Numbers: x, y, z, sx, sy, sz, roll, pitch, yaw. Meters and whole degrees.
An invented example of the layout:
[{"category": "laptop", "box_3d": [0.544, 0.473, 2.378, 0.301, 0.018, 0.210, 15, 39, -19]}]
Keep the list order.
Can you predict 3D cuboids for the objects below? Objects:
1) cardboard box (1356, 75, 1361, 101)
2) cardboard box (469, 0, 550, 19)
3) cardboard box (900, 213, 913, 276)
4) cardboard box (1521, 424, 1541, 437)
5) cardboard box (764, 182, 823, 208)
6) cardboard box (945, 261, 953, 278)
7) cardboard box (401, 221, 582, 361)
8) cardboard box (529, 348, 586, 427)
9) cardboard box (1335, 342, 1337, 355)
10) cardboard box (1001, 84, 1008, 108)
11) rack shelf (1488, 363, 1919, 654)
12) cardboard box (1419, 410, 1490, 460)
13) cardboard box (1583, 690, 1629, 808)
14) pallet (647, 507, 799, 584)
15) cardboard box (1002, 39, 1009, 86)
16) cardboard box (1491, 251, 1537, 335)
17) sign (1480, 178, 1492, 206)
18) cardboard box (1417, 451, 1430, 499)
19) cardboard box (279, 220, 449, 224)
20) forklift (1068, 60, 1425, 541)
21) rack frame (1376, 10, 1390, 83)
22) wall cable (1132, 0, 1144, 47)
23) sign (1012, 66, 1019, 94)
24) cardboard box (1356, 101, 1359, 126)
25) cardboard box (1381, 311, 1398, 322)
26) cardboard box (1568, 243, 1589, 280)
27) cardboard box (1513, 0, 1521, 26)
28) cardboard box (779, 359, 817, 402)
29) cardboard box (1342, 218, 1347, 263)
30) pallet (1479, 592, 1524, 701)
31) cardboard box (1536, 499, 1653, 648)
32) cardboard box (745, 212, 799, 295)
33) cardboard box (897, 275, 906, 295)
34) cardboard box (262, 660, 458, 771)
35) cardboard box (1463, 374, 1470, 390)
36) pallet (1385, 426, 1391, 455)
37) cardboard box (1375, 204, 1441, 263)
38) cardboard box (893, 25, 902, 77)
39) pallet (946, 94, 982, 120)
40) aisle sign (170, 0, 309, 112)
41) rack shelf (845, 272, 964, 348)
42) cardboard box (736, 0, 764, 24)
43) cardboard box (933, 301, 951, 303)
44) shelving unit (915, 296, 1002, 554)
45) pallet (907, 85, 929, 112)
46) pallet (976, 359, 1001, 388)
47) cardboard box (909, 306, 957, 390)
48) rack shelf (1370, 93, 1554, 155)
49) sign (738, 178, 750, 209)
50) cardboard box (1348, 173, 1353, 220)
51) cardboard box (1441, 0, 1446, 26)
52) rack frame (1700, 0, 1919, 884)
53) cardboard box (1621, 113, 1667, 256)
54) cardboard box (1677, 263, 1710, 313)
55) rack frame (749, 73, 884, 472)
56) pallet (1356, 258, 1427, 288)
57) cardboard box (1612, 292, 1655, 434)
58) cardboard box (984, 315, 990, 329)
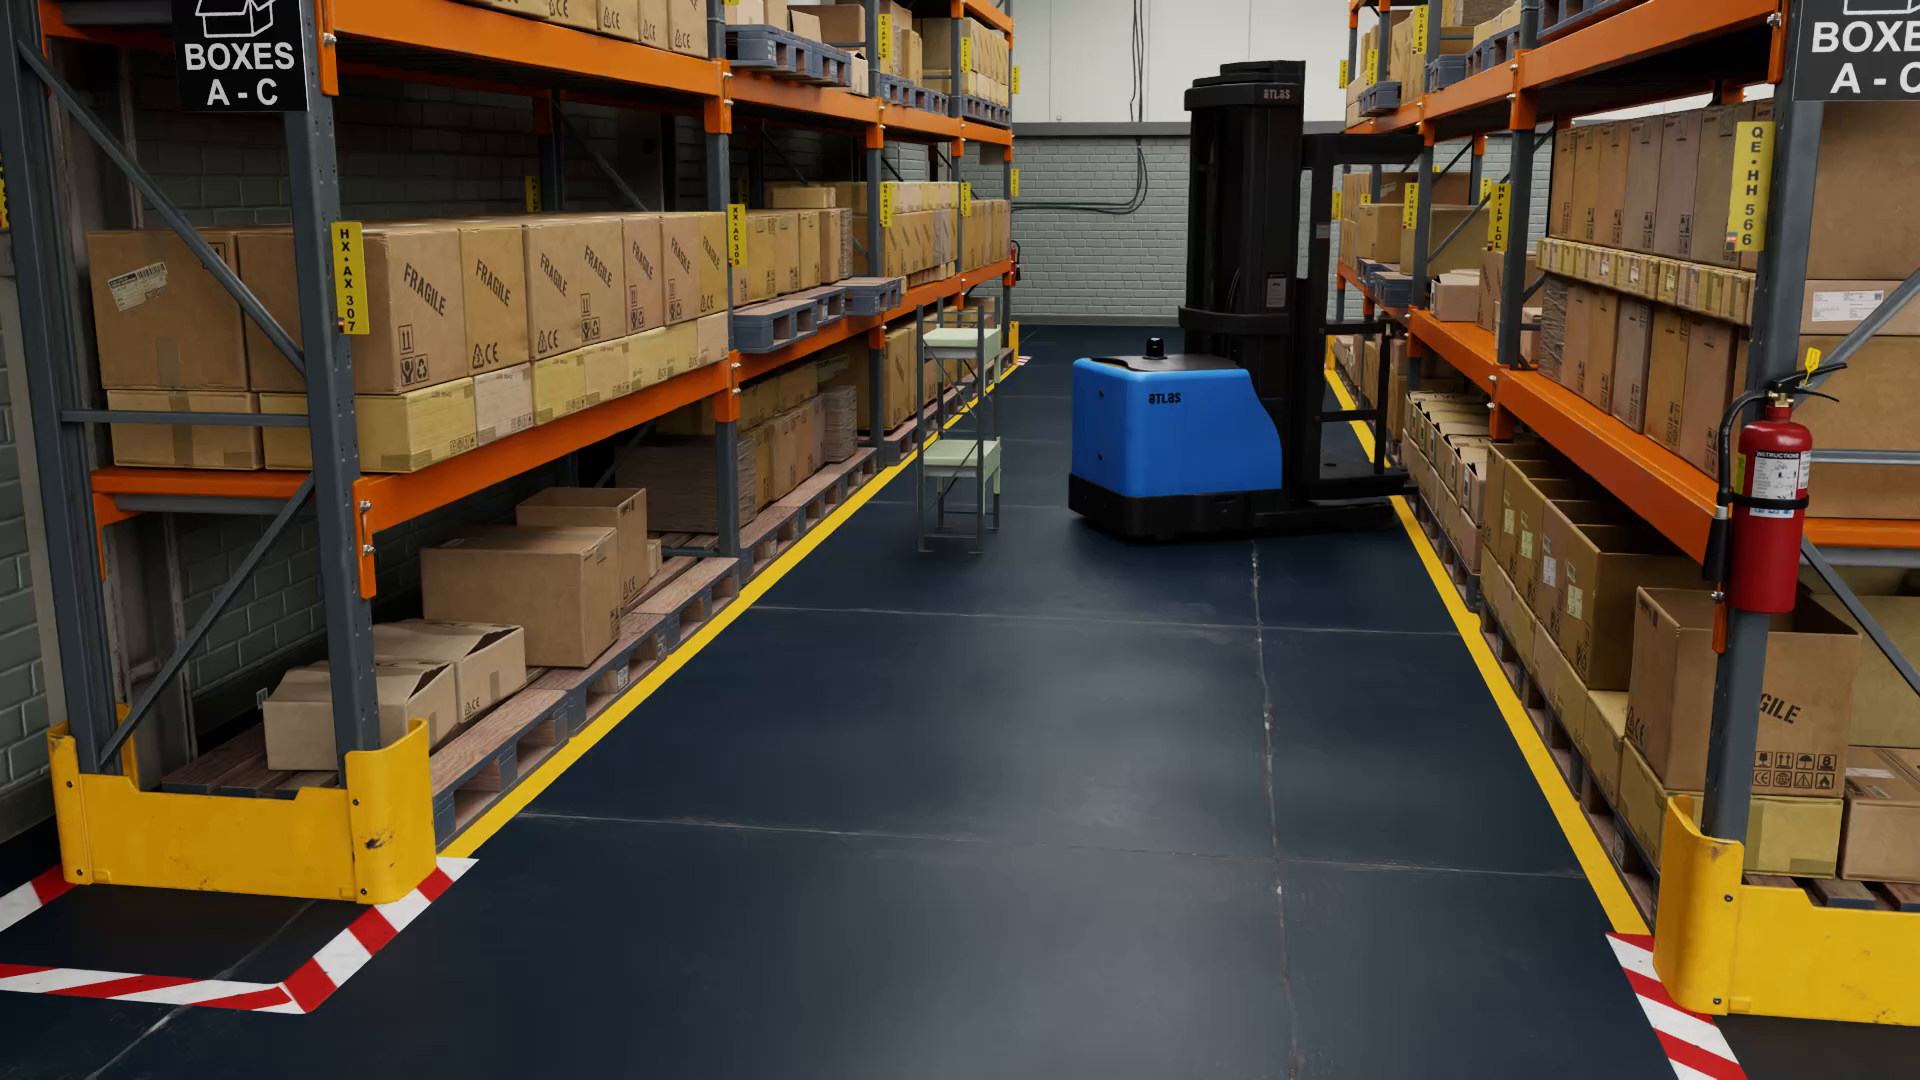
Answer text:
[{"category": "cardboard box", "box_3d": [4.454, -4.761, 17.512, 0.500, 0.250, 0.500, 2, 12, 9]}, {"category": "cardboard box", "box_3d": [-1.838, -2.168, 6.029, 0.500, 0.500, 0.500, 2, 12, 11]}, {"category": "cardboard box", "box_3d": [-0.683, -2.434, 13.675, 0.500, 0.500, 0.500, 2, 12, 11]}, {"category": "cardboard box", "box_3d": [3.725, -0.569, 10.213, 0.500, 0.311, 0.500, 2, 12, 10]}, {"category": "cardboard box", "box_3d": [-1.287, -2.702, 13.138, 0.500, 0.250, 0.500, 2, 12, 10]}, {"category": "cardboard box", "box_3d": [-0.273, -2.615, 16.056, 0.380, 0.149, 0.250, 2, 12, 10]}, {"category": "cardboard box", "box_3d": [-1.788, -0.965, 6.381, 0.500, 0.500, 0.500, 1, 12, 7]}, {"category": "cardboard box", "box_3d": [-1.792, -0.605, 6.489, 0.500, 0.250, 0.500, 2, 12, 8]}, {"category": "cardboard box", "box_3d": [4.583, -2.236, 19.428, 0.380, 0.166, 0.250, 2, 12, 9]}, {"category": "cardboard box", "box_3d": [0.280, -5.180, 19.409, 0.500, 0.250, 0.500, 2, 12, 10]}, {"category": "rack shelf", "box_3d": [2.873, -0.268, 6.323, 1.077, 0.370, 4.000, 2, 12, 9]}, {"category": "cardboard box", "box_3d": [3.271, -0.688, 10.767, 0.500, 0.311, 0.500, 2, 12, 7]}, {"category": "cardboard box", "box_3d": [2.420, 0.710, 5.608, 0.500, 0.250, 0.500, 2, 12, 9]}, {"category": "pallet", "box_3d": [-1.597, 0.006, 9.966, 1.003, 0.211, 1.213, 2, 12, 9]}, {"category": "cardboard box", "box_3d": [0.287, -5.546, 19.330, 0.500, 0.500, 0.500, 2, 12, 8]}, {"category": "cardboard box", "box_3d": [3.472, -1.458, 9.901, 0.500, 0.500, 0.500, 2, 12, 9]}, {"category": "sign", "box_3d": [4.959, -3.250, 15.705, 0.100, 0.325, 0.005, 2, 12, 9]}, {"category": "cardboard box", "box_3d": [3.274, -0.417, 10.838, 0.500, 0.250, 0.500, 2, 12, 7]}, {"category": "cardboard box", "box_3d": [-2.306, -0.983, 6.463, 0.500, 0.500, 0.500, 2, 12, 7]}, {"category": "forklift", "box_3d": [2.301, -1.588, 10.907, 3.031, 2.935, 1.130, -4, 13, -18]}, {"category": "rack frame", "box_3d": [4.410, -5.634, 15.275, 1.000, 3.000, 0.127, 2, 12, 9]}, {"category": "wall cable", "box_3d": [4.026, -8.655, 24.677, 3.097, 2.526, 0.112, 2, 12, 9]}, {"category": "sign", "box_3d": [0.664, -5.533, 20.016, 0.100, 0.325, 0.005, 2, 12, 9]}, {"category": "cardboard box", "box_3d": [4.460, -4.516, 17.564, 0.500, 0.250, 0.500, 2, 12, 9]}, {"category": "cardboard box", "box_3d": [5.185, -2.406, 19.425, 0.500, 0.500, 0.500, 2, 12, 9]}, {"category": "cardboard box", "box_3d": [2.832, -1.191, 7.124, 0.380, 0.149, 0.250, 2, 12, 8]}, {"category": "cardboard box", "box_3d": [3.535, -3.030, 9.672, 0.500, 0.250, 0.500, 1, 12, 4]}, {"category": "cardboard box", "box_3d": [-1.309, -1.120, 11.678, 0.500, 0.250, 0.500, 2, 12, 10]}, {"category": "cardboard box", "box_3d": [4.623, -3.391, 18.872, 0.500, 0.500, 0.500, 2, 12, 8]}, {"category": "pallet", "box_3d": [3.016, 0.492, 7.711, 1.003, 0.211, 1.213, 2, 12, 9]}, {"category": "cardboard box", "box_3d": [2.571, 0.135, 6.496, 0.500, 0.500, 0.500, 2, 12, 9]}, {"category": "cardboard box", "box_3d": [-1.440, -1.818, 10.529, 0.700, 0.500, 0.500, 4, 13, 16]}, {"category": "cardboard box", "box_3d": [-0.649, -2.081, 13.578, 0.380, 0.149, 0.250, 2, 12, 10]}, {"category": "cardboard box", "box_3d": [-2.135, 0.595, 5.948, 0.500, 0.311, 0.500, 0, 12, 2]}, {"category": "cardboard box", "box_3d": [4.223, -1.056, 13.163, 0.500, 0.500, 0.500, 1, 12, 7]}, {"category": "pallet", "box_3d": [4.137, -0.913, 14.227, 1.003, 0.211, 1.213, 2, 12, 9]}, {"category": "cardboard box", "box_3d": [4.073, -2.719, 14.754, 0.700, 0.500, 0.500, 4, 13, 18]}, {"category": "cardboard box", "box_3d": [-0.891, -4.191, 14.420, 0.700, 0.500, 0.500, 2, 12, 9]}, {"category": "pallet", "box_3d": [-0.349, -4.454, 17.130, 1.003, 0.211, 1.213, 2, 12, 9]}, {"category": "aisle sign", "box_3d": [-2.045, -1.609, 4.668, 0.394, 0.787, 0.004, 2, 12, 9]}, {"category": "rack shelf", "box_3d": [-0.792, -2.093, 14.792, 1.077, 0.370, 4.000, 2, 12, 9]}, {"category": "cardboard box", "box_3d": [-1.457, -3.063, 9.680, 0.500, 0.311, 0.500, 2, 12, 10]}, {"category": "cardboard box", "box_3d": [-0.211, -2.667, 19.145, 0.380, 0.149, 0.250, 2, 12, 9]}, {"category": "shelving unit", "box_3d": [-0.001, -0.732, 10.329, 0.431, 1.500, 0.755, 2, 12, 9]}, {"category": "pallet", "box_3d": [-0.884, -3.771, 14.199, 1.003, 0.211, 1.213, 2, 12, 11]}, {"category": "pallet", "box_3d": [-0.105, -1.908, 18.846, 1.003, 0.211, 1.213, 2, 12, 9]}, {"category": "cardboard box", "box_3d": [-0.456, -1.876, 16.183, 0.750, 0.750, 0.750, 2, 12, 9]}, {"category": "rack shelf", "box_3d": [4.103, -3.399, 13.735, 1.077, 0.370, 4.000, 2, 12, 9]}, {"category": "sign", "box_3d": [-1.649, -2.611, 12.742, 0.100, 0.325, 0.005, 2, 12, 9]}, {"category": "cardboard box", "box_3d": [4.542, -3.774, 18.277, 0.500, 0.500, 0.500, 2, 12, 9]}, {"category": "cardboard box", "box_3d": [4.025, -4.175, 13.017, 0.500, 0.500, 0.500, 2, 12, 9]}, {"category": "rack frame", "box_3d": [2.565, -0.203, 4.316, 1.000, 3.000, 0.127, 2, 12, 9]}, {"category": "cardboard box", "box_3d": [2.887, -1.313, 6.148, 0.700, 0.500, 0.500, 2, 12, 9]}, {"category": "cardboard box", "box_3d": [2.554, -0.815, 5.377, 0.380, 0.149, 0.250, 2, 12, 9]}, {"category": "rack frame", "box_3d": [-1.100, -2.028, 12.784, 1.000, 3.000, 0.127, 2, 12, 9]}, {"category": "pallet", "box_3d": [4.180, -2.444, 15.171, 1.003, 0.211, 1.213, 2, 12, 9]}, {"category": "cardboard box", "box_3d": [2.885, -0.671, 6.250, 0.700, 0.500, 0.500, 2, 12, 10]}, {"category": "cardboard box", "box_3d": [-0.032, -2.319, 19.070, 0.700, 0.500, 0.500, 1, 12, 7]}]
